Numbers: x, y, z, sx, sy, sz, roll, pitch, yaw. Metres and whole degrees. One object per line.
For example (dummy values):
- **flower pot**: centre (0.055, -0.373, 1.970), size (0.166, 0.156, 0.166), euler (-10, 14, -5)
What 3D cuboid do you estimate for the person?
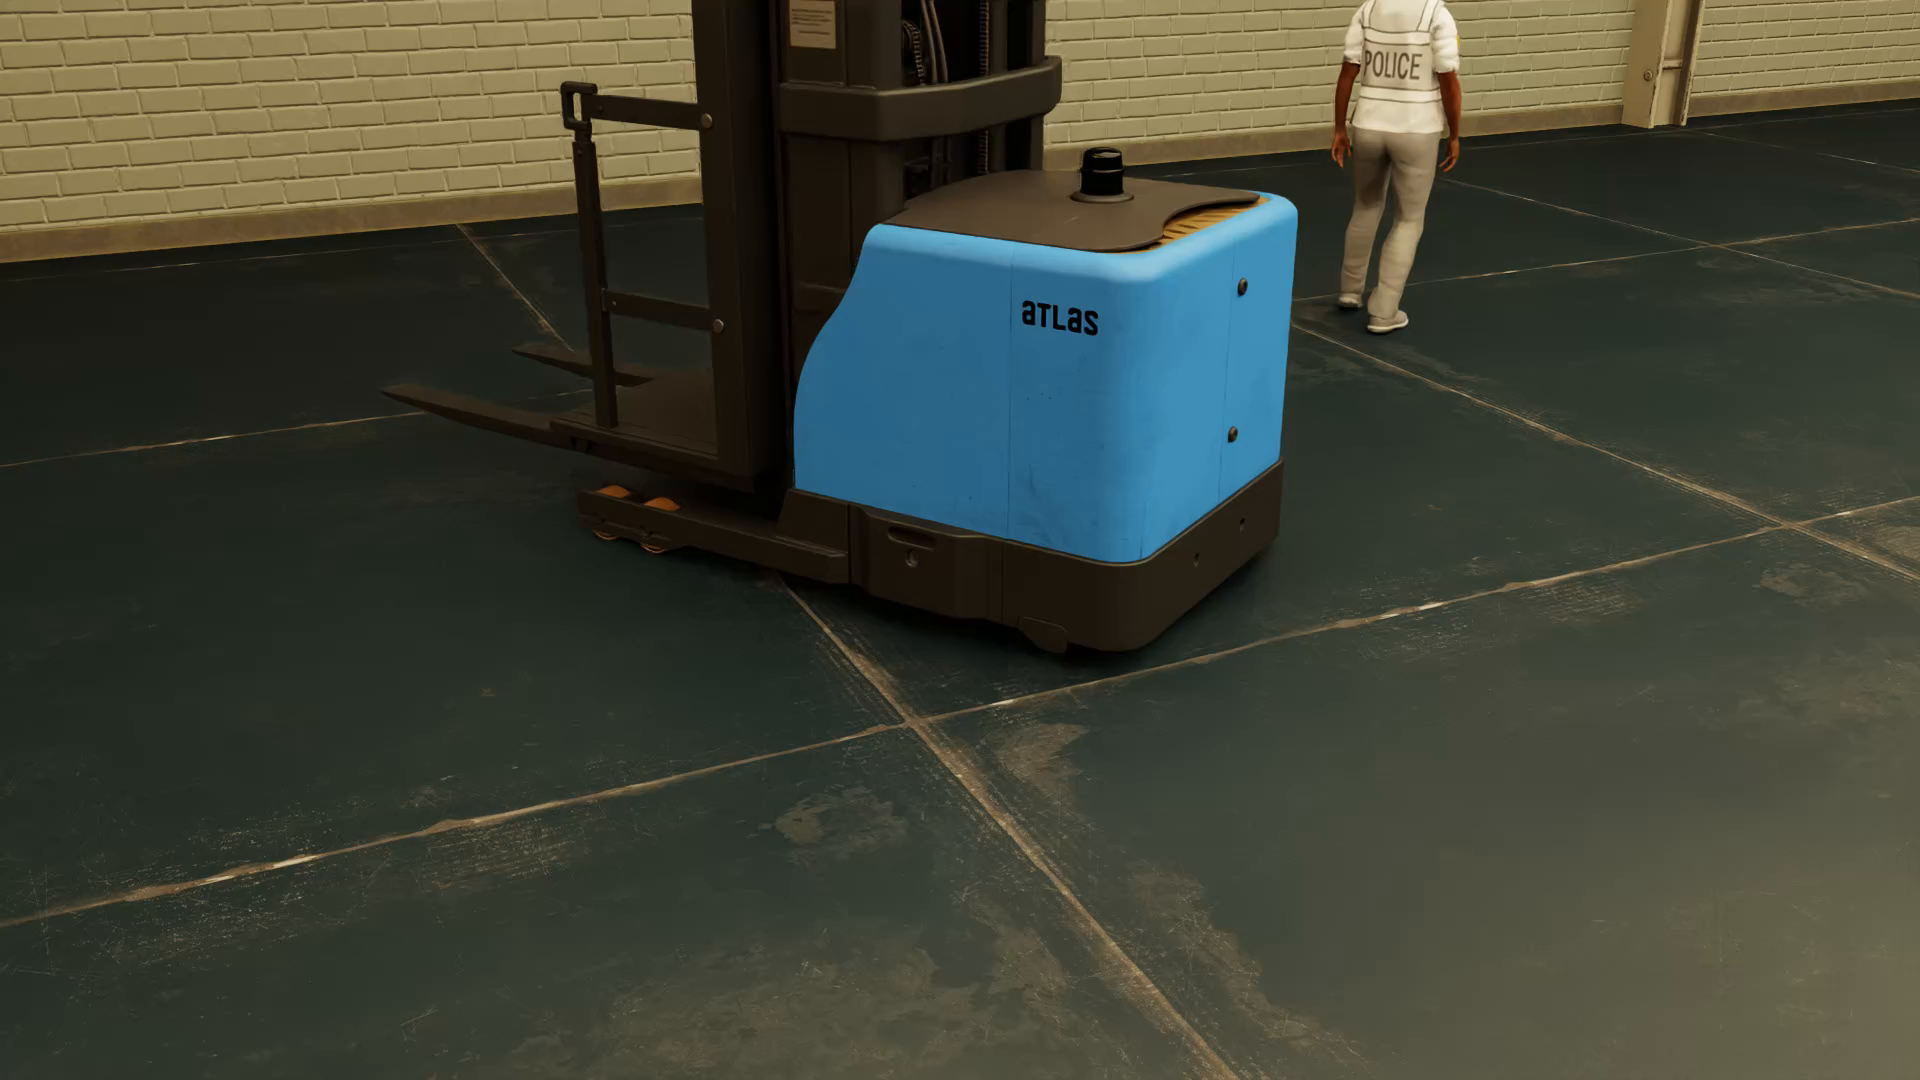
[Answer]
- **person**: centre (1.891, -1.734, 7.205), size (0.568, 1.711, 0.533), euler (17, 28, 35)

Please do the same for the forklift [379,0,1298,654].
- **forklift**: centre (-0.568, -1.468, 4.821), size (3.031, 2.935, 1.130), euler (14, 26, 30)
